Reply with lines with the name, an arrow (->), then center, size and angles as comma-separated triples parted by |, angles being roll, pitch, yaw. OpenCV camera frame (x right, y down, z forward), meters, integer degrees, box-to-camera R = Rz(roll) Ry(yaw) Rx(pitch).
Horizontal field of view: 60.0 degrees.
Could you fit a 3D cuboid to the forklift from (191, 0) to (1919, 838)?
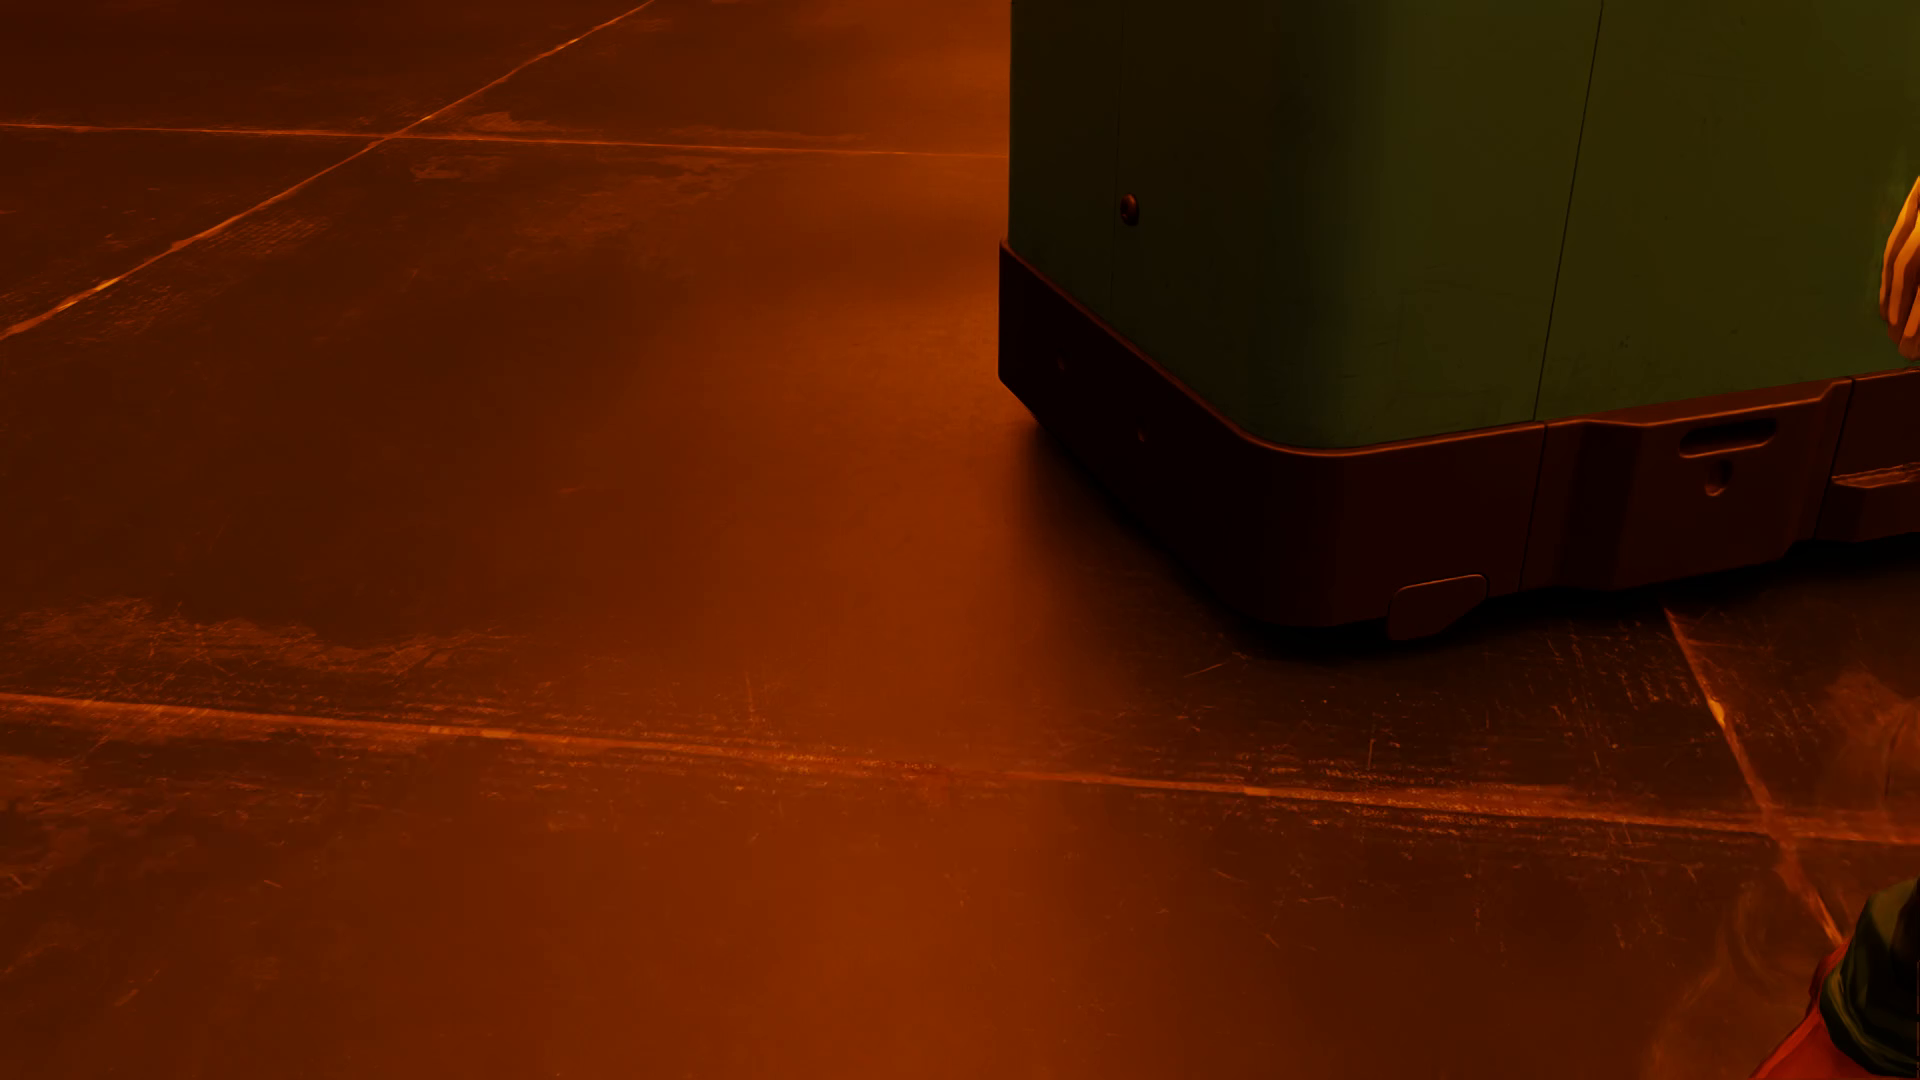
forklift -> 0.545, -1.434, 2.090 | 3.031, 2.935, 1.130 | -12, 29, -23
